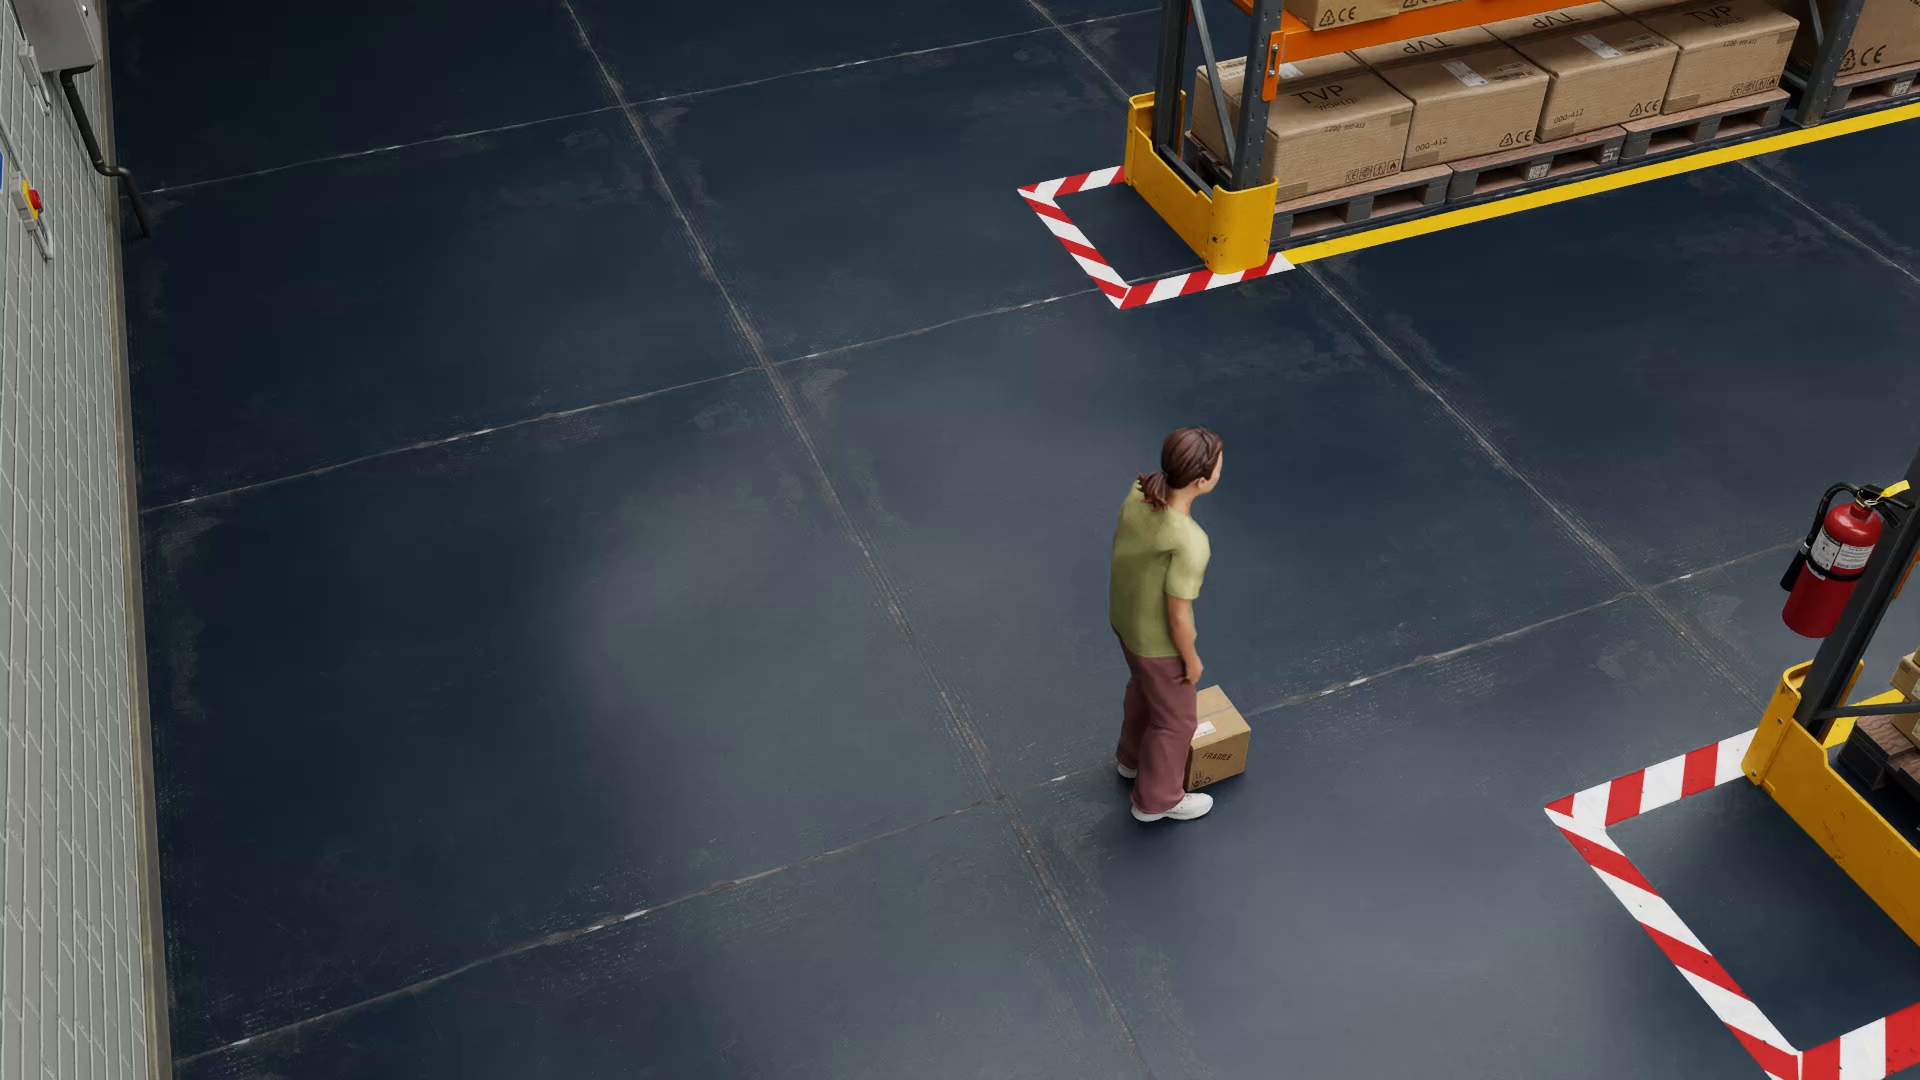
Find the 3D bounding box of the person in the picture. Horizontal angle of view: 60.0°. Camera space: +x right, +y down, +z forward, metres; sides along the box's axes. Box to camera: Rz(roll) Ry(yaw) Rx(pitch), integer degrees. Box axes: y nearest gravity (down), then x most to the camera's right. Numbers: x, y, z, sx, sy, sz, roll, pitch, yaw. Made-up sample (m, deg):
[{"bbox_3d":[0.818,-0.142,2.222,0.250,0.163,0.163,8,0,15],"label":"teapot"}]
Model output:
[{"bbox_3d":[0.729,0.295,5.832,0.406,1.673,0.499,-15,44,-16],"label":"person"}]
